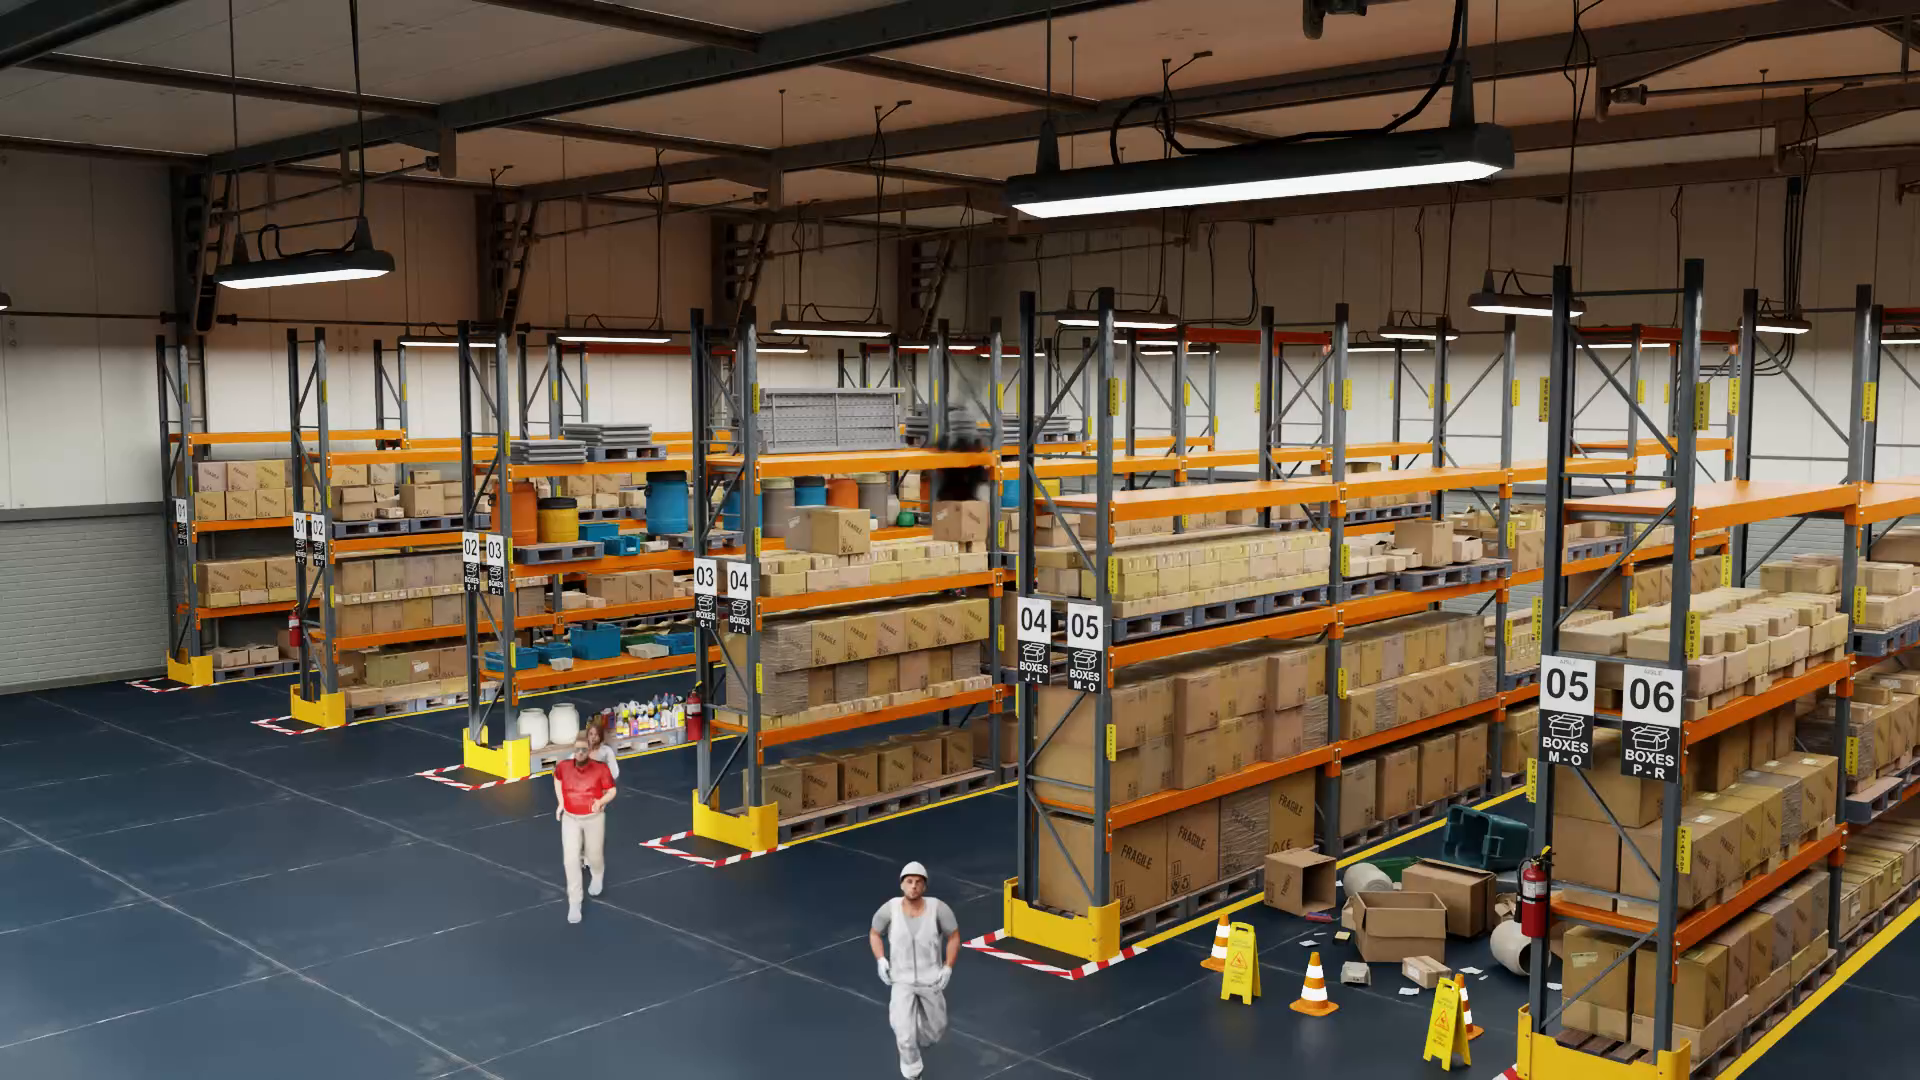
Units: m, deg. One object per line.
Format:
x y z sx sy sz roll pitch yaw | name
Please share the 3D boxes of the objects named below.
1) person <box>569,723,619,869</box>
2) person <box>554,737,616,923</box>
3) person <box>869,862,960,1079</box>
-3.872 2.726 17.571 0.533 1.614 0.636 -1 5 -10 | person
-3.688 2.778 16.377 0.618 1.746 0.972 -1 5 -7 | person
-0.326 3.186 12.061 0.657 1.750 0.881 0 5 -5 | person
